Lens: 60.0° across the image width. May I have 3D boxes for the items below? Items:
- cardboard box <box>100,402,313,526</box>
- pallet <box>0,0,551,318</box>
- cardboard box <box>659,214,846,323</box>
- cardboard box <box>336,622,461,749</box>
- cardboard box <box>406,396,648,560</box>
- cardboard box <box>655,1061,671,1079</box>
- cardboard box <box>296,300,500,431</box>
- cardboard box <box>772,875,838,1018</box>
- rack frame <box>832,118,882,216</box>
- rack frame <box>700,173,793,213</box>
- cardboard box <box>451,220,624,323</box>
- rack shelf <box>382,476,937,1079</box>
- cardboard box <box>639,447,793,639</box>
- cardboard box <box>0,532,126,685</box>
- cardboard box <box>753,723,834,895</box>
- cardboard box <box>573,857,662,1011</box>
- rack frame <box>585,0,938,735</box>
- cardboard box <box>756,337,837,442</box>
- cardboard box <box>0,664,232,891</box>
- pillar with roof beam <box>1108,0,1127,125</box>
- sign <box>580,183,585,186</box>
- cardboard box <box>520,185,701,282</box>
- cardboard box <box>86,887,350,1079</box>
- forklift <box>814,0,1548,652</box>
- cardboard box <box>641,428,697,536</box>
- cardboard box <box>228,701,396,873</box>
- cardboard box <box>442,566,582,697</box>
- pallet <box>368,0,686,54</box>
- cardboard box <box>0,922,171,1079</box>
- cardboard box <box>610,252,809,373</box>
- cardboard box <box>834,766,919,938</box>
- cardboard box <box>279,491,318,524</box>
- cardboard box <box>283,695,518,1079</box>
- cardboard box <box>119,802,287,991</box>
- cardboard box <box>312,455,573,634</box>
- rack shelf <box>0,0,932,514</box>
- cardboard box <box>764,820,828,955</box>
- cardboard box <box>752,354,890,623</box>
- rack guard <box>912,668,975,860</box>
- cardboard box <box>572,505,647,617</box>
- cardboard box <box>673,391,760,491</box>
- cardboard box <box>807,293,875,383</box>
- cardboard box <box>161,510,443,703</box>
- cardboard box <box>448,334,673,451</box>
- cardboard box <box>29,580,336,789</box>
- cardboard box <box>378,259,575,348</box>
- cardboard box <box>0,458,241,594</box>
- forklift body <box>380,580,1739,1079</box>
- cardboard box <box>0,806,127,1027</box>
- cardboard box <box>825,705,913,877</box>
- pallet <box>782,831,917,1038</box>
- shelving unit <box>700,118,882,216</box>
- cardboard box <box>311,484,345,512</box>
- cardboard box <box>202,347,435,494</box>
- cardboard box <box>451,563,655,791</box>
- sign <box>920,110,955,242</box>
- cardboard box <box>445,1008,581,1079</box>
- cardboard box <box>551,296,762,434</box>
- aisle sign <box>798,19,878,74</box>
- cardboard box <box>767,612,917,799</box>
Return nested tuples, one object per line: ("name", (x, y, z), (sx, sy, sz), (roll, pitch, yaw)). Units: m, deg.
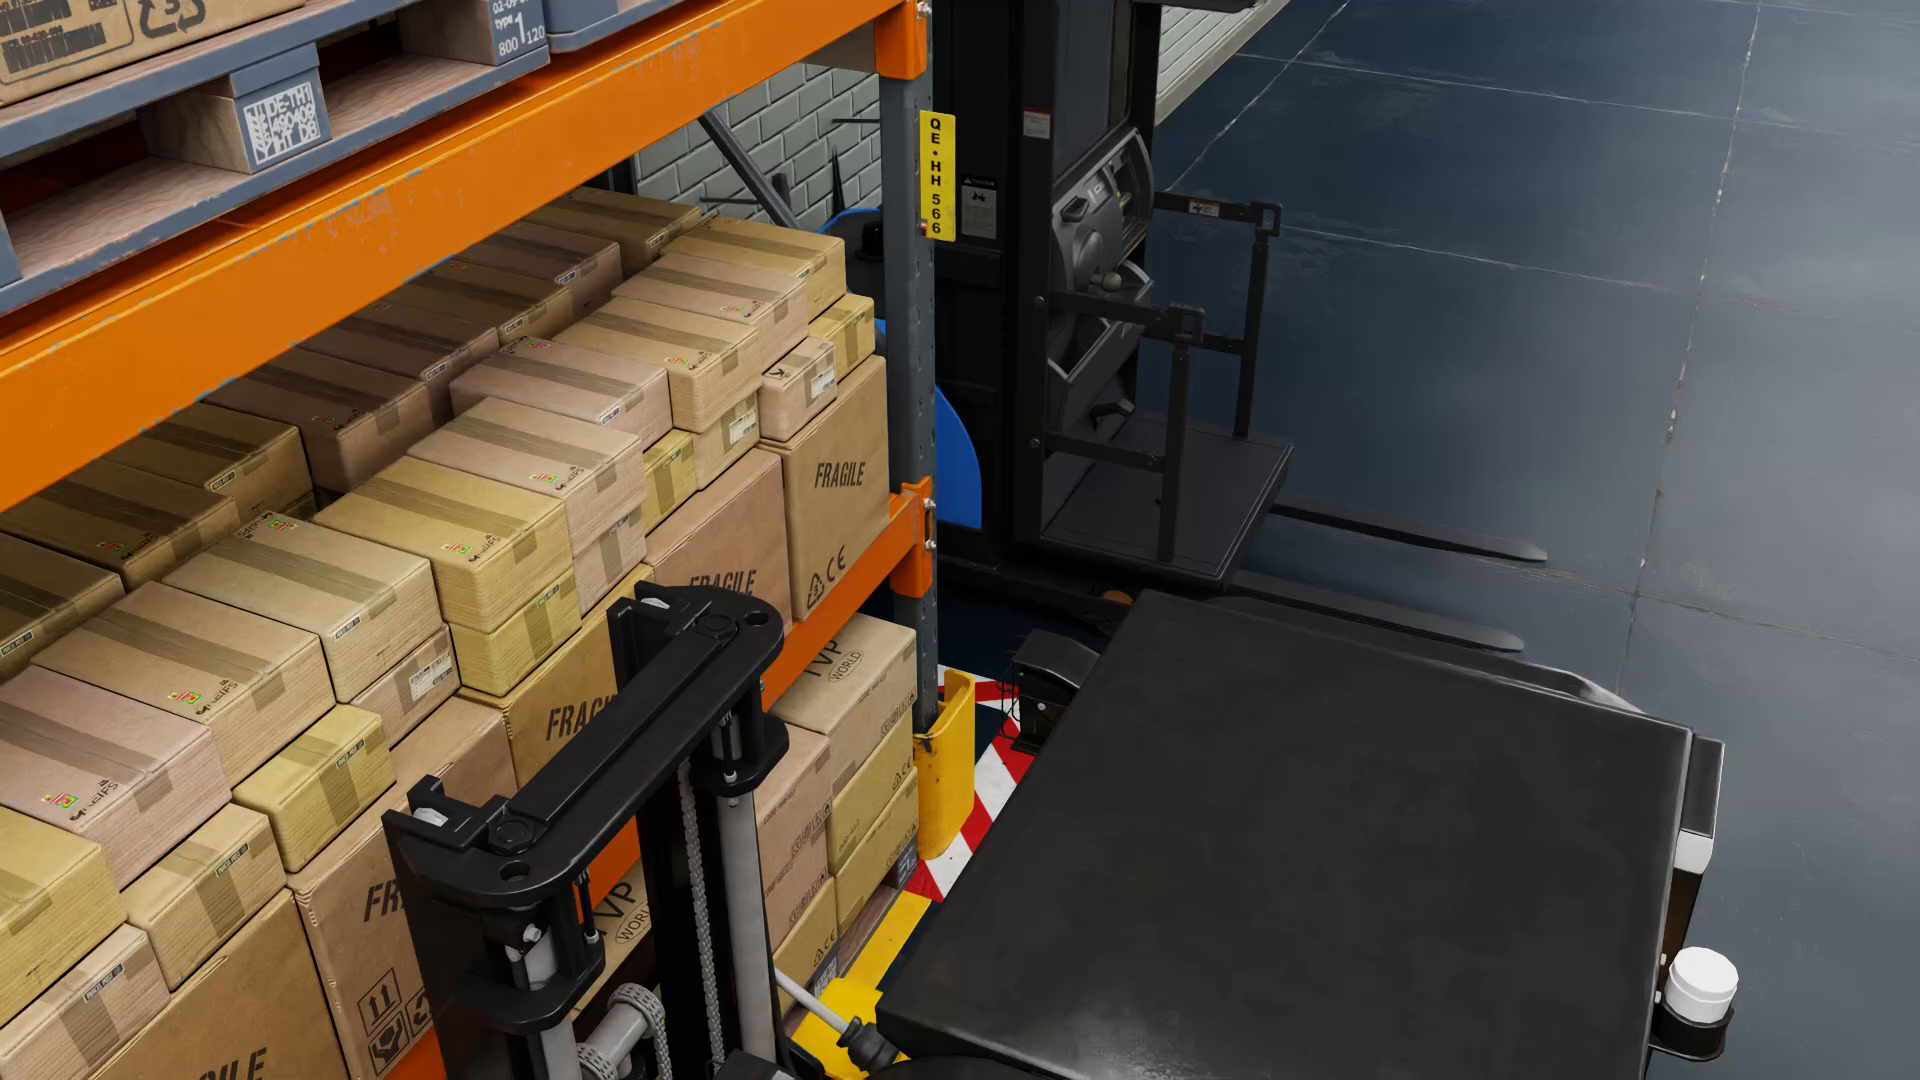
("cardboard box", (-1.521, -0.142, 3.277), (0.380, 0.149, 0.250), (13, 36, 19))
("pallet", (-1.374, -0.707, 2.437), (1.003, 0.211, 1.213), (14, 36, 20))
("cardboard box", (-0.504, -0.656, 4.061), (0.380, 0.149, 0.250), (14, 36, 21))
("cardboard box", (-1.136, 0.227, 2.986), (0.380, 0.149, 0.250), (14, 36, 20))
("cardboard box", (-0.843, -0.127, 3.255), (0.380, 0.149, 0.250), (15, 36, 22))
("cardboard box", (-0.881, 1.143, 3.939), (0.500, 0.250, 0.500), (13, 36, 19))
("cardboard box", (-1.234, -0.387, 3.651), (0.380, 0.149, 0.250), (14, 36, 21))
("cardboard box", (-0.671, 1.081, 4.490), (0.500, 0.250, 0.500), (14, 36, 20))
("rack frame", (-0.282, -1.150, 7.106), (0.500, 1.500, 0.032), (9, 32, 27))
("rack frame", (-0.753, -0.669, 6.344), (0.500, 1.500, 0.032), (9, 32, 27))
("cardboard box", (-1.048, -0.646, 4.046), (0.380, 0.149, 0.250), (15, 36, 22))
("rack shelf", (-1.382, 0.852, 3.372), (1.077, 0.370, 4.000), (14, 36, 20))
("cardboard box", (-0.738, 0.075, 3.810), (0.500, 0.500, 0.500), (15, 36, 22))
("cardboard box", (-1.660, 0.132, 2.859), (0.380, 0.149, 0.250), (15, 36, 22))
("cardboard box", (-0.663, 0.667, 4.209), (0.500, 0.250, 0.500), (15, 36, 21))
("cardboard box", (-0.865, 0.921, 3.823), (0.500, 0.250, 0.500), (15, 36, 21))
("rack frame", (-0.545, -0.445, 4.693), (1.000, 3.000, 0.127), (14, 36, 20))
("cardboard box", (-0.516, -0.387, 3.922), (0.380, 0.149, 0.250), (15, 36, 21))
("cardboard box", (-1.349, 0.359, 2.513), (0.380, 0.149, 0.250), (14, 36, 20))
("pillar with roof beam", (4.765, -4.815, 5.886), (9.100, 9.000, 0.400), (14, 36, 20))
("sign", (-1.047, -0.971, 4.633), (0.100, 0.325, 0.005), (14, 36, 20))
("cardboard box", (-0.880, -0.764, 4.226), (0.380, 0.149, 0.250), (13, 36, 20))
("cardboard box", (-1.382, 0.828, 2.660), (0.500, 0.500, 0.500), (14, 36, 20))
("forklift", (0.698, -1.159, 5.844), (3.031, 2.935, 1.130), (14, 36, 20))
("cardboard box", (-0.794, -0.151, 3.562), (0.380, 0.149, 0.250), (14, 36, 20))
("cardboard box", (-1.181, 0.370, 2.768), (0.380, 0.149, 0.250), (13, 36, 20))
("cardboard box", (-0.950, 0.123, 3.144), (0.380, 0.149, 0.250), (14, 36, 21))
("pallet", (-0.864, -1.316, 3.367), (1.003, 0.211, 1.213), (14, 36, 20))
("cardboard box", (-1.374, 0.634, 2.365), (0.380, 0.149, 0.250), (14, 36, 20))
("cardboard box", (-0.579, -0.526, 3.863), (0.380, 0.149, 0.250), (14, 36, 21))
("cardboard box", (-0.455, 0.836, 4.865), (0.500, 0.250, 0.500), (14, 36, 21))
("cardboard box", (-1.525, -0.025, 3.369), (0.380, 0.149, 0.250), (15, 36, 22))
("cardboard box", (-1.152, 0.583, 3.034), (0.500, 0.500, 0.500), (14, 36, 21))
("cardboard box", (-1.285, 0.505, 2.562), (0.380, 0.149, 0.250), (13, 35, 19))
("cardboard box", (-0.946, 0.003, 3.056), (0.380, 0.149, 0.250), (15, 36, 21))
("rack shelf", (-1.382, -0.403, 2.549), (1.077, 0.370, 4.000), (14, 36, 20))
("cardboard box", (-0.684, 0.881, 4.339), (0.500, 0.250, 0.500), (14, 36, 20))
("cardboard box", (-0.512, -0.182, 4.200), (0.500, 0.500, 0.500), (13, 36, 19))
("rack guard", (-0.535, 0.588, 5.397), (1.175, 0.500, 0.348), (14, 36, 20))
("cardboard box", (-0.863, -0.007, 3.343), (0.380, 0.149, 0.250), (13, 35, 19))
("cardboard box", (-0.680, -0.272, 3.747), (0.380, 0.149, 0.250), (15, 36, 21))
("cardboard box", (-0.436, -0.521, 4.127), (0.380, 0.149, 0.250), (15, 36, 21))
("cardboard box", (-1.140, 0.109, 2.894), (0.380, 0.149, 0.250), (15, 36, 21))
("cardboard box", (-0.835, -0.282, 3.491), (0.380, 0.149, 0.250), (14, 36, 21))
("cardboard box", (-1.261, 0.231, 2.708), (0.380, 0.149, 0.250), (14, 36, 21))
("cardboard box", (-1.117, -0.507, 3.834), (0.380, 0.149, 0.250), (15, 36, 21))
("cardboard box", (-1.553, -0.001, 3.061), (0.380, 0.149, 0.250), (14, 36, 21))
("forklift body", (0.319, 1.273, 2.848), (2.313, 2.155, 1.214), (14, 36, 20))
("cardboard box", (-1.405, 0.499, 2.300), (0.380, 0.149, 0.250), (14, 36, 20))
("cardboard box", (-0.465, 0.634, 4.716), (0.500, 0.250, 0.500), (14, 36, 20))
("pallet", (-0.827, 1.111, 4.862), (1.003, 0.211, 1.213), (14, 36, 20))
("shelving unit", (-0.522, -0.905, 6.718), (0.587, 1.500, 1.083), (9, 32, 27))
("cardboard box", (-1.416, -0.159, 3.575), (0.380, 0.149, 0.250), (15, 36, 21))
("cardboard box", (-1.322, -0.250, 3.442), (0.380, 0.149, 0.250), (15, 36, 22))
("cardboard box", (-0.952, 0.330, 3.420), (0.500, 0.500, 0.500), (13, 36, 20))
("sign", (-0.058, -0.897, 4.111), (0.100, 0.325, 0.005), (14, 36, 20))
("cardboard box", (-1.084, 1.172, 3.440), (0.500, 0.250, 0.500), (13, 36, 20))
("cardboard box", (-0.663, -0.389, 3.654), (0.380, 0.149, 0.250), (15, 36, 22))
("aisle sign", (-0.251, -1.498, 3.928), (0.394, 0.787, 0.004), (14, 36, 20))
("cardboard box", (-0.454, 0.412, 4.599), (0.500, 0.250, 0.500), (15, 36, 22))
